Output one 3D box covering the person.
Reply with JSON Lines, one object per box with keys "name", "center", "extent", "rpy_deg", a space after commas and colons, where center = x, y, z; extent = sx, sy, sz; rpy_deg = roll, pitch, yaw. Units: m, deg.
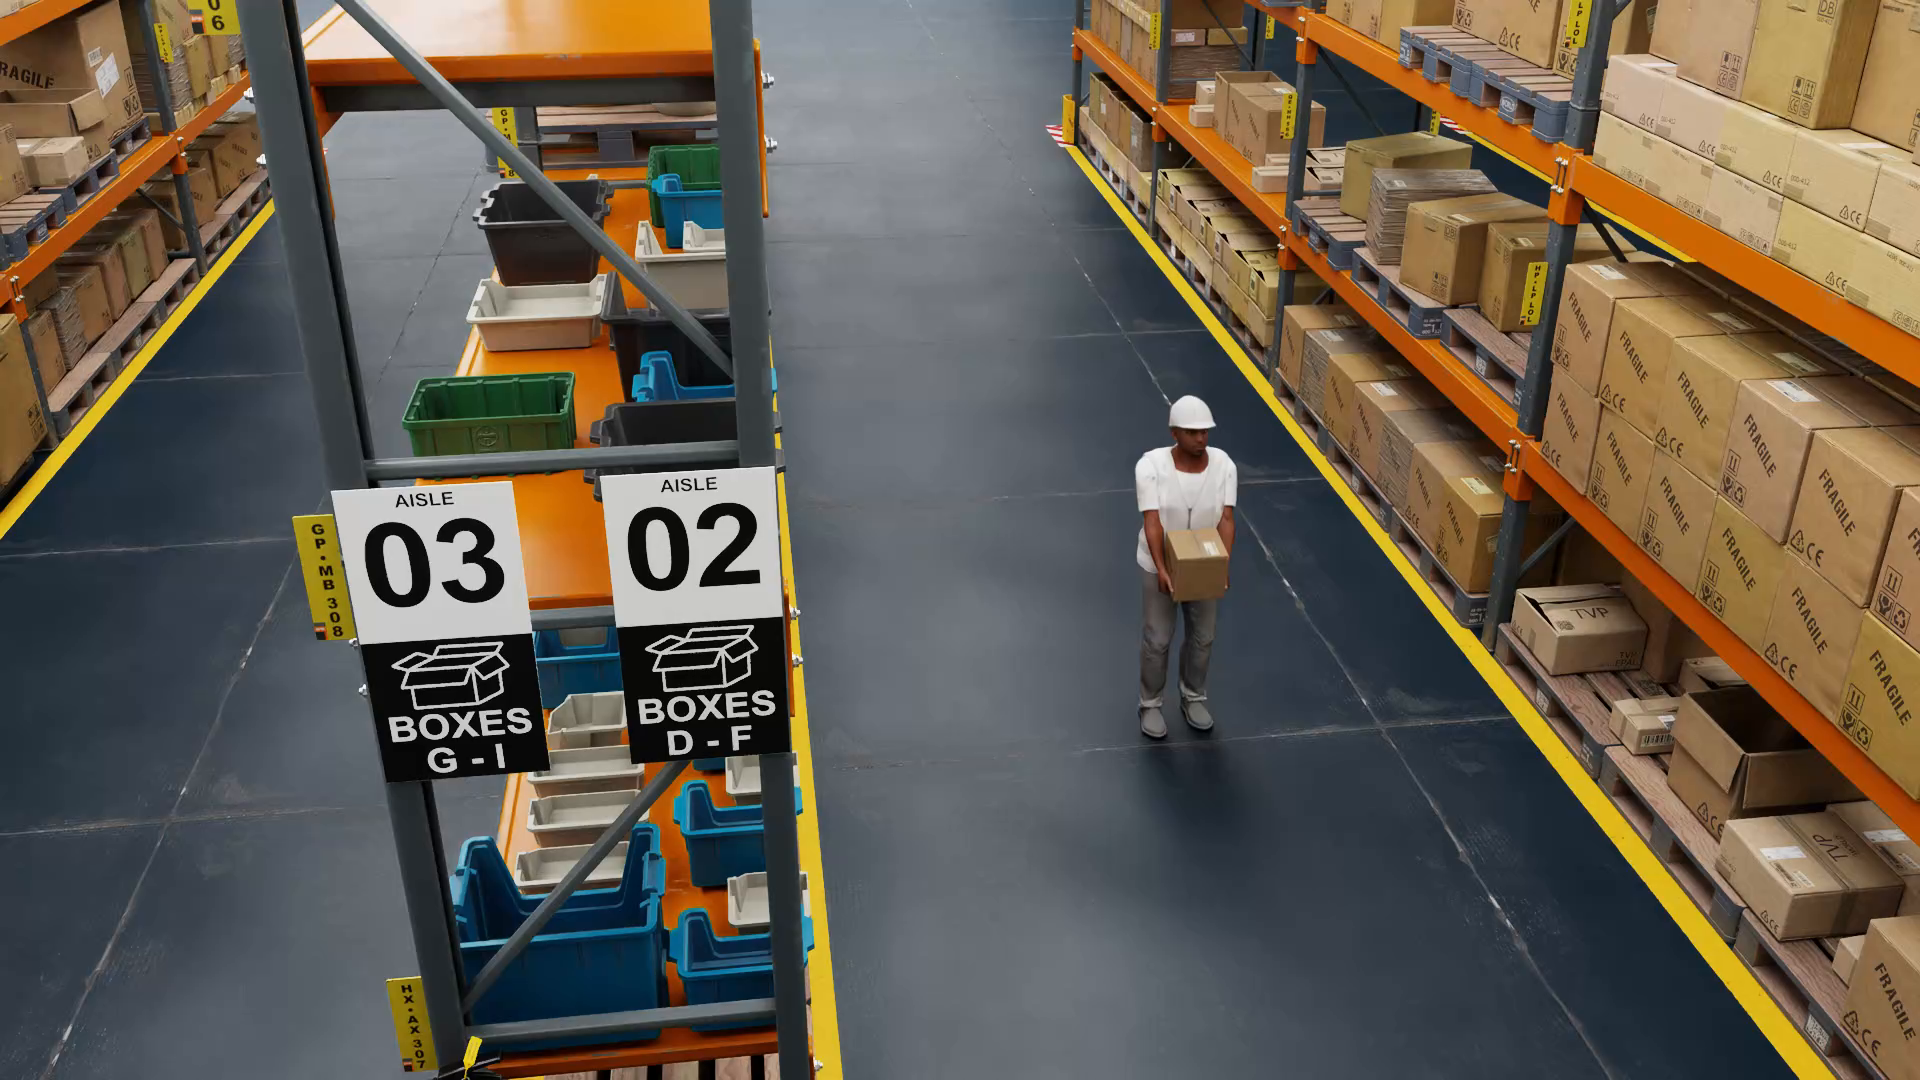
{"name": "person", "center": [1.128, 0.172, 8.260], "extent": [0.503, 1.760, 0.587], "rpy_deg": [-3, 27, -6]}
